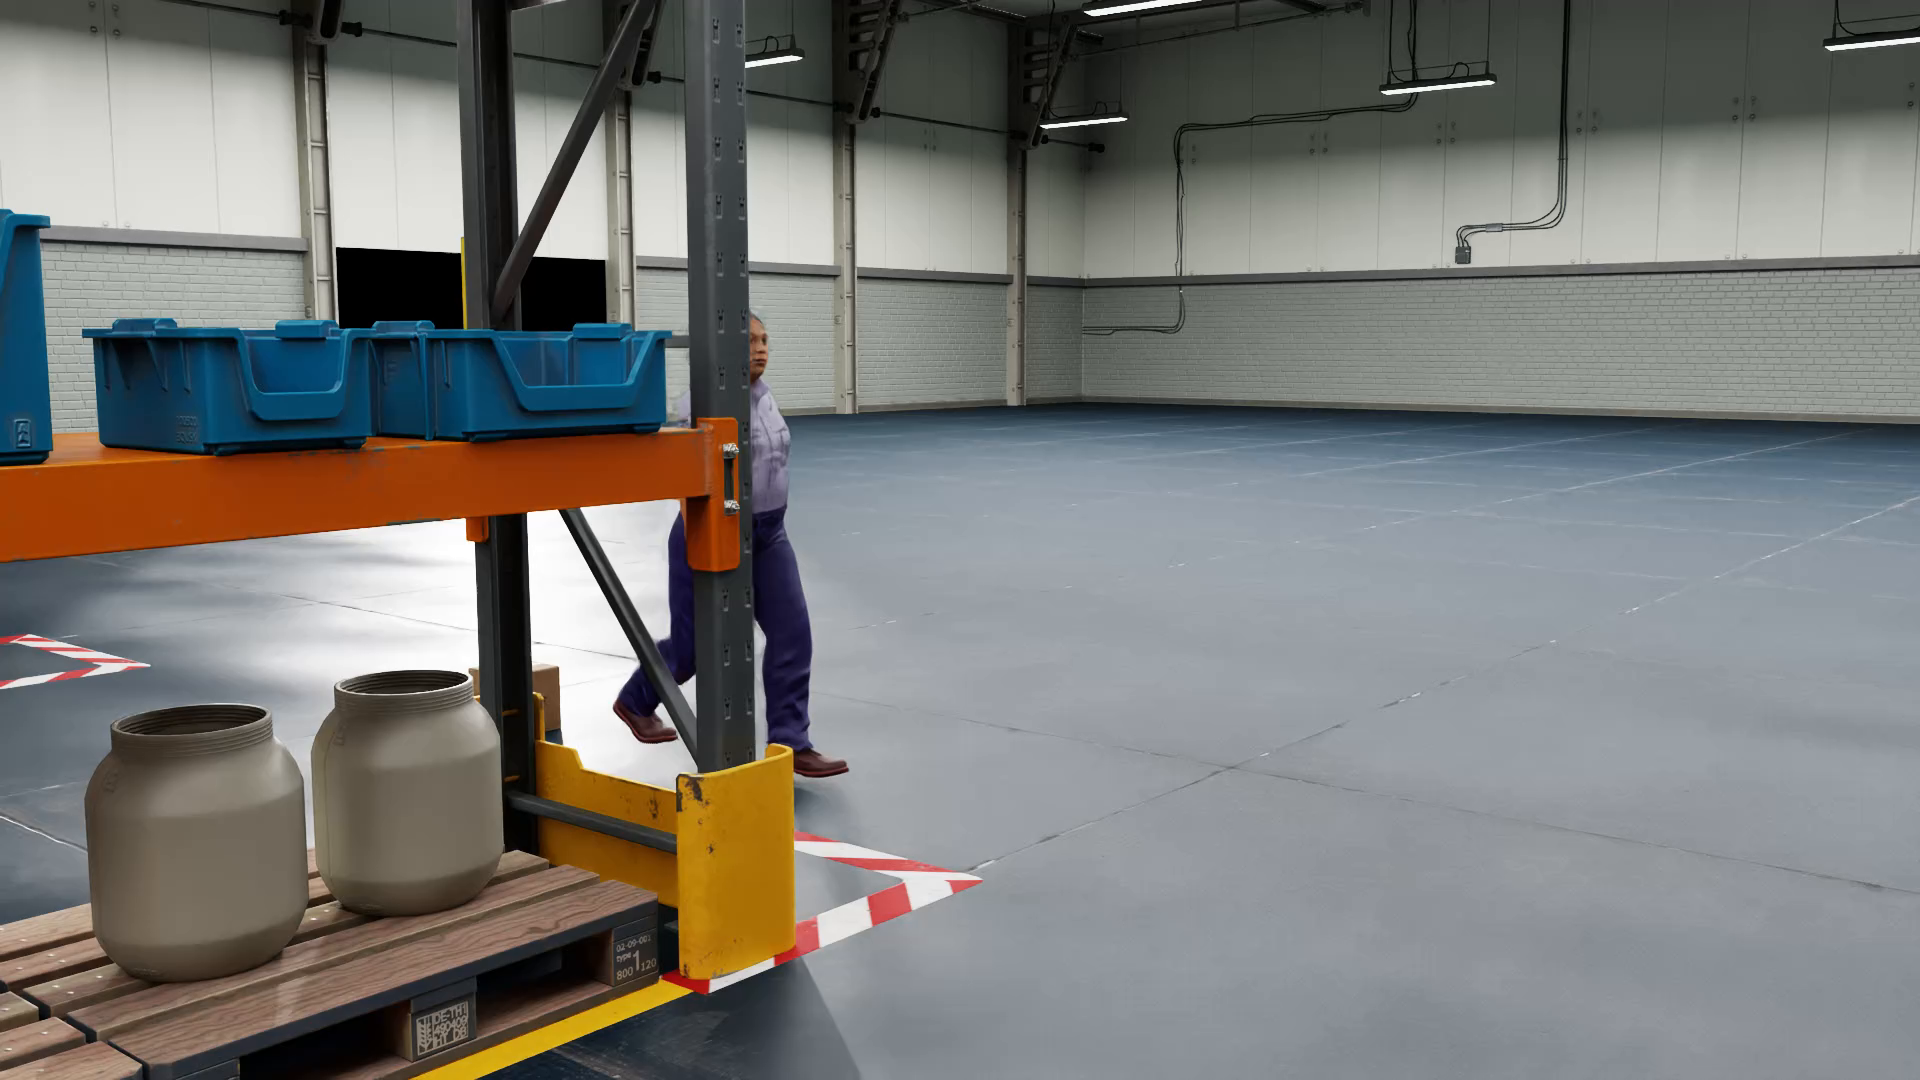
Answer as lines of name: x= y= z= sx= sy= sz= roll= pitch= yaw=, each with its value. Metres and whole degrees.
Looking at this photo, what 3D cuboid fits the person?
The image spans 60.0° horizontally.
person: x=-0.834 y=0.011 z=5.768 sx=0.957 sy=1.589 sz=0.489 roll=5 pitch=8 yaw=36
